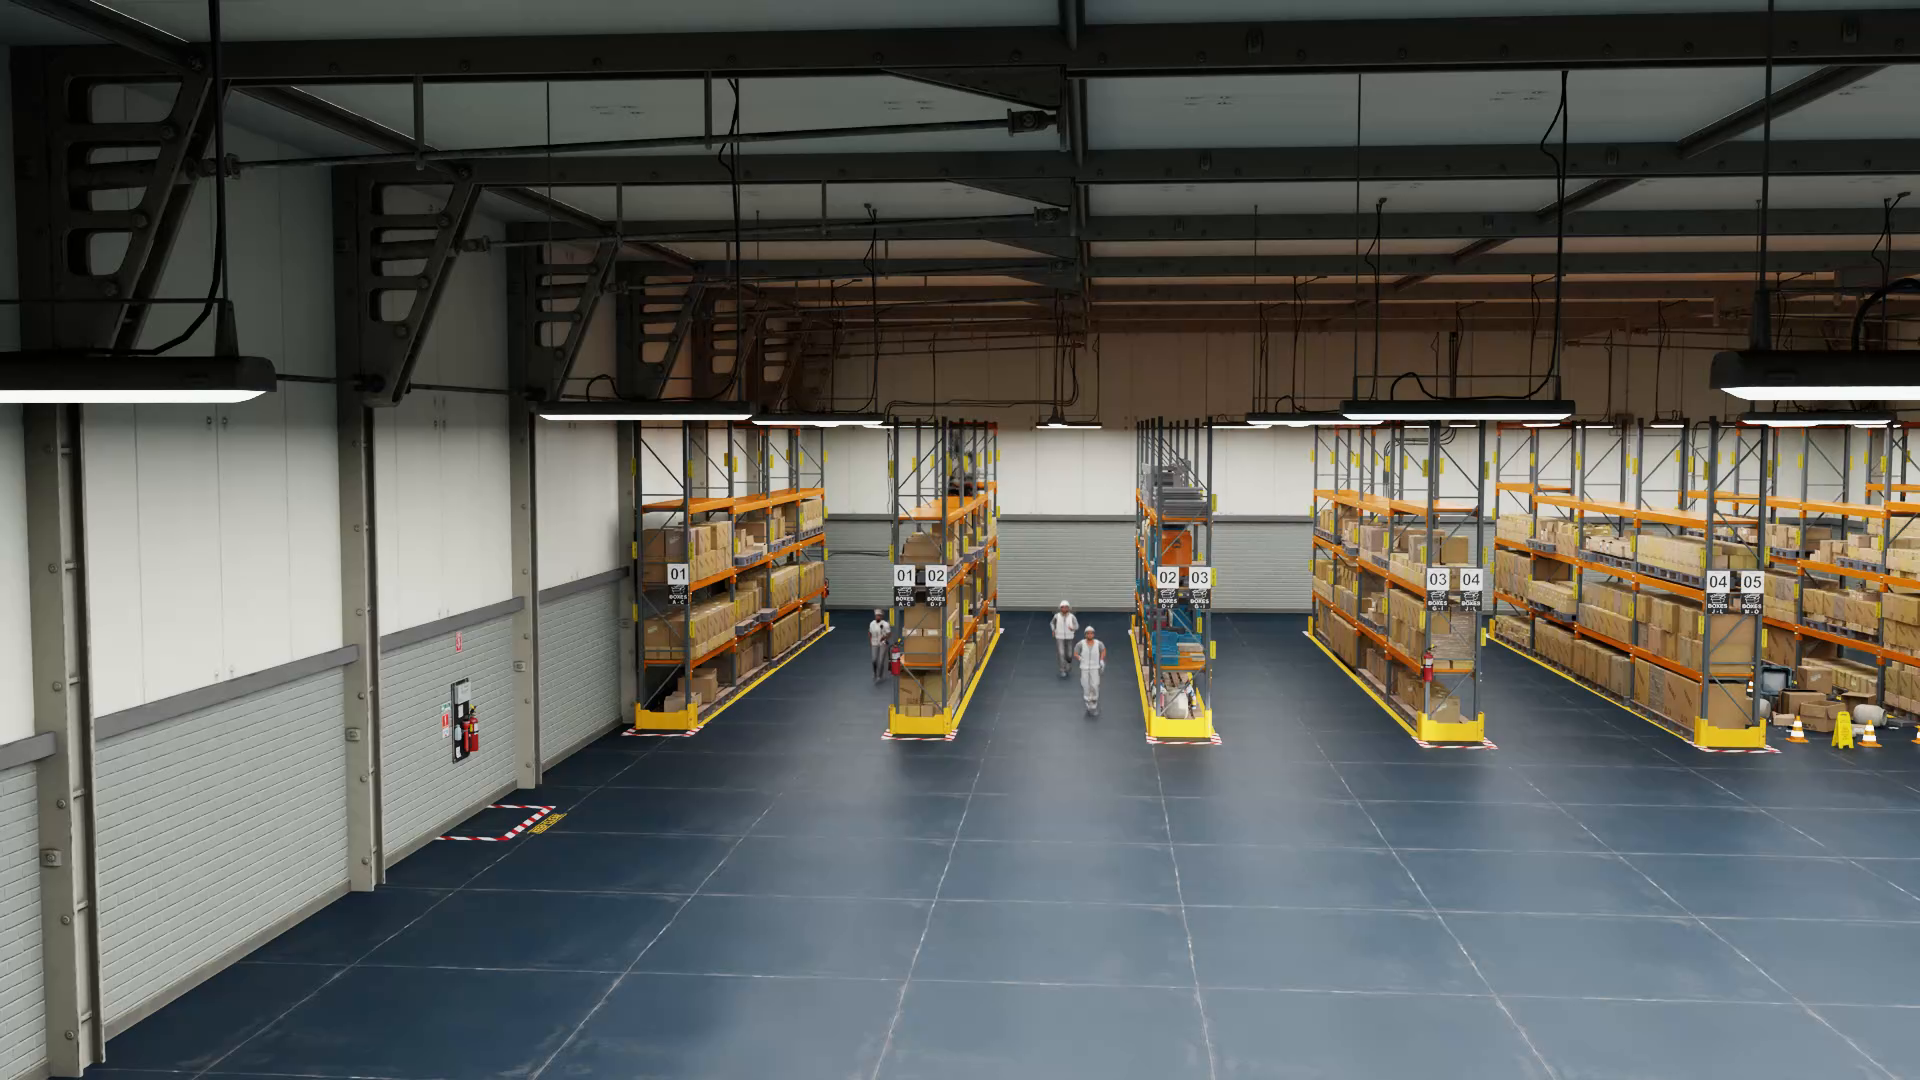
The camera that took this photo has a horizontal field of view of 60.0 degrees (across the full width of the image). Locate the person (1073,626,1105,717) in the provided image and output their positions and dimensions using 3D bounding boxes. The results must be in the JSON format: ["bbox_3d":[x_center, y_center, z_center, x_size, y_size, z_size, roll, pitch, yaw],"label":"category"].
[{"bbox_3d":[2.605,2.651,33.559,0.635,1.824,0.749,0,4,7],"label":"person"}]

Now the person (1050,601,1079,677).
[{"bbox_3d":[2.449,2.271,38.923,0.667,1.693,0.871,0,4,1],"label":"person"}]

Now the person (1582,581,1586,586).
[{"bbox_3d":[16.639,1.982,44.421,0.577,1.755,0.737,0,4,-4],"label":"person"}]

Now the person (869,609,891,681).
[{"bbox_3d":[-1.854,2.411,37.983,0.561,1.663,0.564,1,4,9],"label":"person"}]
